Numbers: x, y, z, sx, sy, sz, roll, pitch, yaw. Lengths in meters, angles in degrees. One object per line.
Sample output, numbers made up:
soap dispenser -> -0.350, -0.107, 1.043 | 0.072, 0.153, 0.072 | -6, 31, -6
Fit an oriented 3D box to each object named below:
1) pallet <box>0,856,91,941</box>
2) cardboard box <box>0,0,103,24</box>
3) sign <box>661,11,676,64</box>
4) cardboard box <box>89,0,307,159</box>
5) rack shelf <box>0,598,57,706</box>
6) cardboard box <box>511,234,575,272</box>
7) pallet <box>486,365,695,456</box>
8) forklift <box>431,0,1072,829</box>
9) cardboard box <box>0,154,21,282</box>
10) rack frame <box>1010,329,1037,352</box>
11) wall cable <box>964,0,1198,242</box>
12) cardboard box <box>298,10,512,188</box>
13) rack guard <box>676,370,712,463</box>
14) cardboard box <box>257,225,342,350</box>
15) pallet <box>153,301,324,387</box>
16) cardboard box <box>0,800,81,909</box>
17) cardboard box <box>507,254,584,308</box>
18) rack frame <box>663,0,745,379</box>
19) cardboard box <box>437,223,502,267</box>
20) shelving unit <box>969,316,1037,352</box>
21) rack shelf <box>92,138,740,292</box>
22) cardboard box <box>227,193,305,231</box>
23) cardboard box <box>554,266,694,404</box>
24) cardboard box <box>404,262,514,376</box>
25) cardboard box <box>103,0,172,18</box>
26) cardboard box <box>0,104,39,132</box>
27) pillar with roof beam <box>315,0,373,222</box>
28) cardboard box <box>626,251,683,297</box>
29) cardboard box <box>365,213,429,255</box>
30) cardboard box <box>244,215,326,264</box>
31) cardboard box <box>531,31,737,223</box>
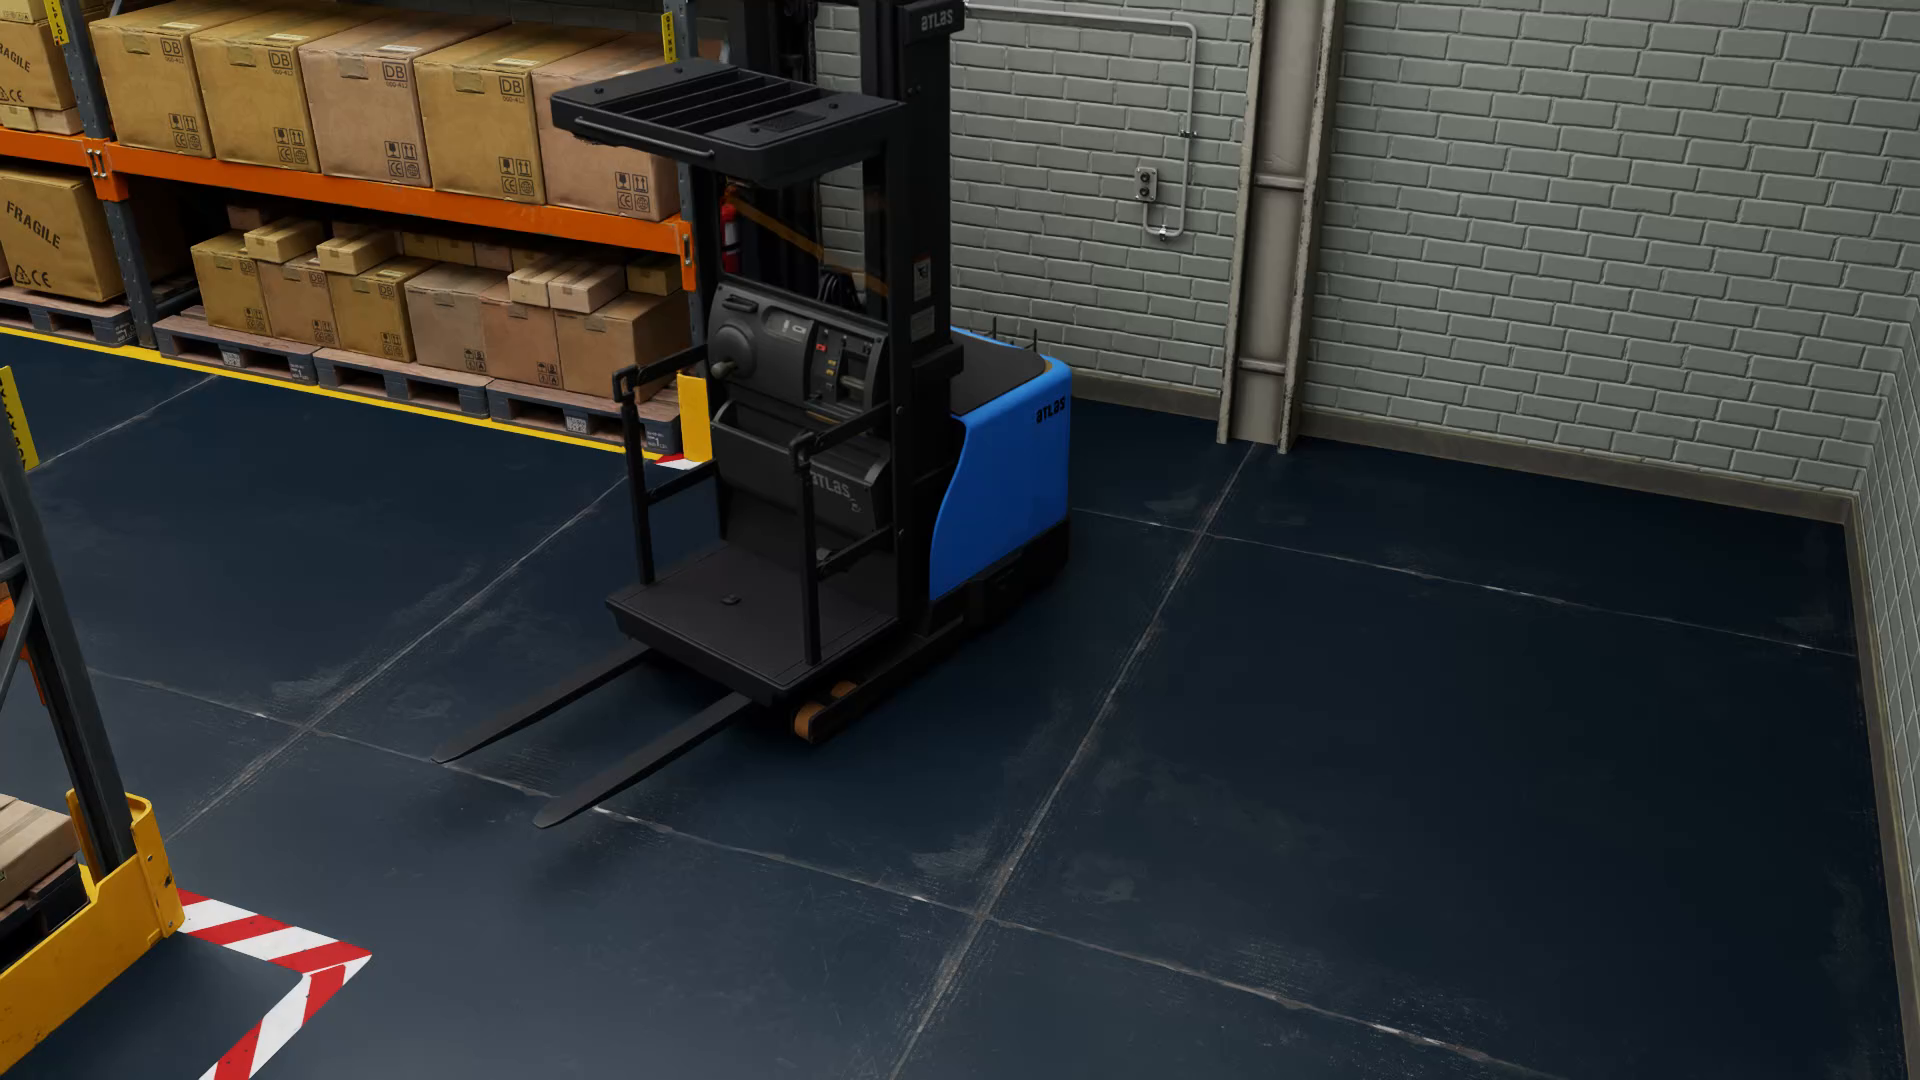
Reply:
pallet -> -3.835, 1.327, 5.688 | 1.213, 0.211, 1.003 | 11, 31, 19
cardboard box -> -5.402, -3.203, 9.683 | 0.500, 0.250, 0.500 | 12, 32, 20
sign -> -1.384, -2.348, 7.938 | 0.005, 0.325, 0.100 | 11, 31, 19
cardboard box -> -4.377, -2.748, 9.759 | 0.700, 0.700, 0.980 | 12, 32, 20
rack shelf -> -4.879, 0.217, 5.549 | 4.000, 0.370, 1.077 | 11, 31, 19
cardboard box -> -2.364, -1.654, 9.583 | 0.250, 0.149, 0.380 | 12, 31, 20
pallet -> -1.937, -0.884, 9.599 | 1.213, 0.211, 1.003 | 11, 31, 19
forklift -> -0.802, -0.727, 6.557 | 1.130, 2.935, 3.031 | 22, 36, 33
cardboard box -> -6.349, -2.196, 10.846 | 0.750, 0.750, 0.750 | 12, 32, 21
rack frame -> 0.299, -0.507, 8.080 | 0.008, 1.050, 0.200 | 22, 36, 33
wall cable -> 0.375, -2.622, 8.808 | 1.851, 1.984, 0.084 | 11, 31, 19
cardboard box -> -3.025, -2.481, 9.285 | 0.700, 0.700, 0.980 | 10, 31, 17
rack guard -> -1.145, -0.893, 9.321 | 0.348, 0.500, 1.175 | 11, 31, 19
cardboard box -> -3.755, -1.540, 10.041 | 0.500, 0.500, 0.700 | 11, 31, 19
pallet -> -4.198, -1.335, 10.398 | 1.213, 0.211, 1.003 | 11, 31, 19
cardboard box -> -3.285, 1.089, 5.724 | 0.250, 0.149, 0.380 | 11, 31, 19
cardboard box -> -2.278, -1.434, 9.193 | 0.250, 0.149, 0.380 | 12, 32, 20
rack frame -> -1.167, -1.985, 8.714 | 0.127, 3.000, 1.000 | 11, 31, 19
cardboard box -> -2.838, -1.748, 9.749 | 0.250, 0.149, 0.380 | 12, 31, 20
shelving unit -> 0.204, -0.545, 8.147 | 0.252, 1.050, 0.215 | 22, 36, 33
rack shelf -> -3.020, -2.042, 9.546 | 4.000, 0.370, 1.077 | 11, 31, 19
cardboard box -> -4.279, -2.035, 10.256 | 0.250, 0.149, 0.380 | 11, 31, 19
cardboard box -> -1.853, -1.164, 9.374 | 0.500, 0.500, 0.700 | 11, 31, 19
cardboard box -> -2.783, -1.349, 9.702 | 0.500, 0.500, 0.700 | 10, 31, 17
cardboard box -> -5.205, -3.107, 10.275 | 0.500, 0.500, 0.500 | 10, 31, 17
cardboard box -> -5.536, -2.594, 10.026 | 0.250, 0.149, 0.380 | 12, 32, 20
pillar with roof beam -> -5.518, -3.639, 5.543 | 0.400, 9.000, 9.100 | 11, 31, 19
cardboard box -> -1.662, -1.514, 9.335 | 0.250, 0.149, 0.380 | 12, 31, 19
cardboard box -> -3.312, -1.843, 9.916 | 0.250, 0.149, 0.380 | 12, 31, 20
cardboard box -> -3.970, -1.771, 9.789 | 0.250, 0.149, 0.380 | 12, 32, 21
cardboard box -> -1.643, -2.206, 8.799 | 0.700, 0.700, 0.980 | 13, 32, 21
